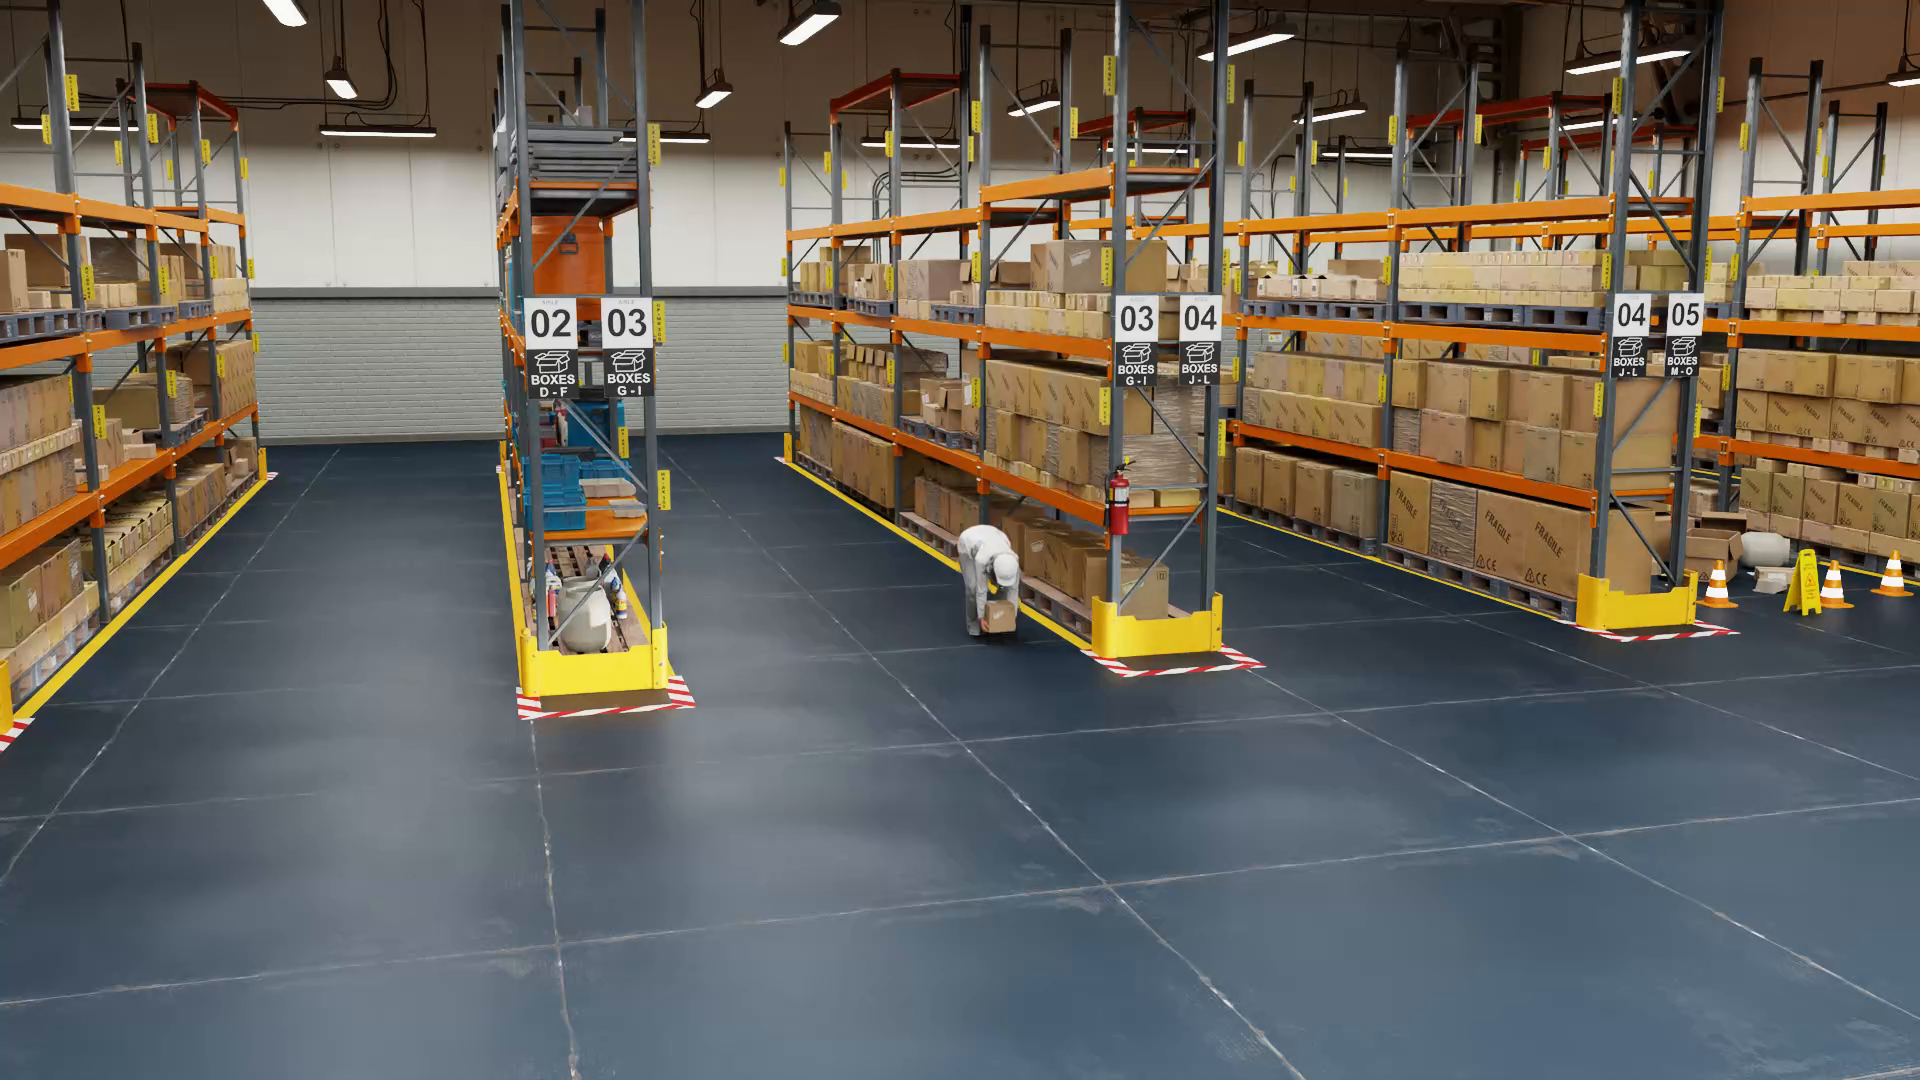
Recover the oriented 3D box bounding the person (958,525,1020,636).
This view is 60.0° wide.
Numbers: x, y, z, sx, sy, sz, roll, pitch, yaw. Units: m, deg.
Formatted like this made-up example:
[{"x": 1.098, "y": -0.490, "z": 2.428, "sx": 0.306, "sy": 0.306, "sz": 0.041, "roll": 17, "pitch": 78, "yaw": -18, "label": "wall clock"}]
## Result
[{"x": 0.308, "y": 0.405, "z": 15.614, "sx": 0.479, "sy": 1.028, "sz": 1.002, "roll": -3, "pitch": 10, "yaw": -20, "label": "person"}]
